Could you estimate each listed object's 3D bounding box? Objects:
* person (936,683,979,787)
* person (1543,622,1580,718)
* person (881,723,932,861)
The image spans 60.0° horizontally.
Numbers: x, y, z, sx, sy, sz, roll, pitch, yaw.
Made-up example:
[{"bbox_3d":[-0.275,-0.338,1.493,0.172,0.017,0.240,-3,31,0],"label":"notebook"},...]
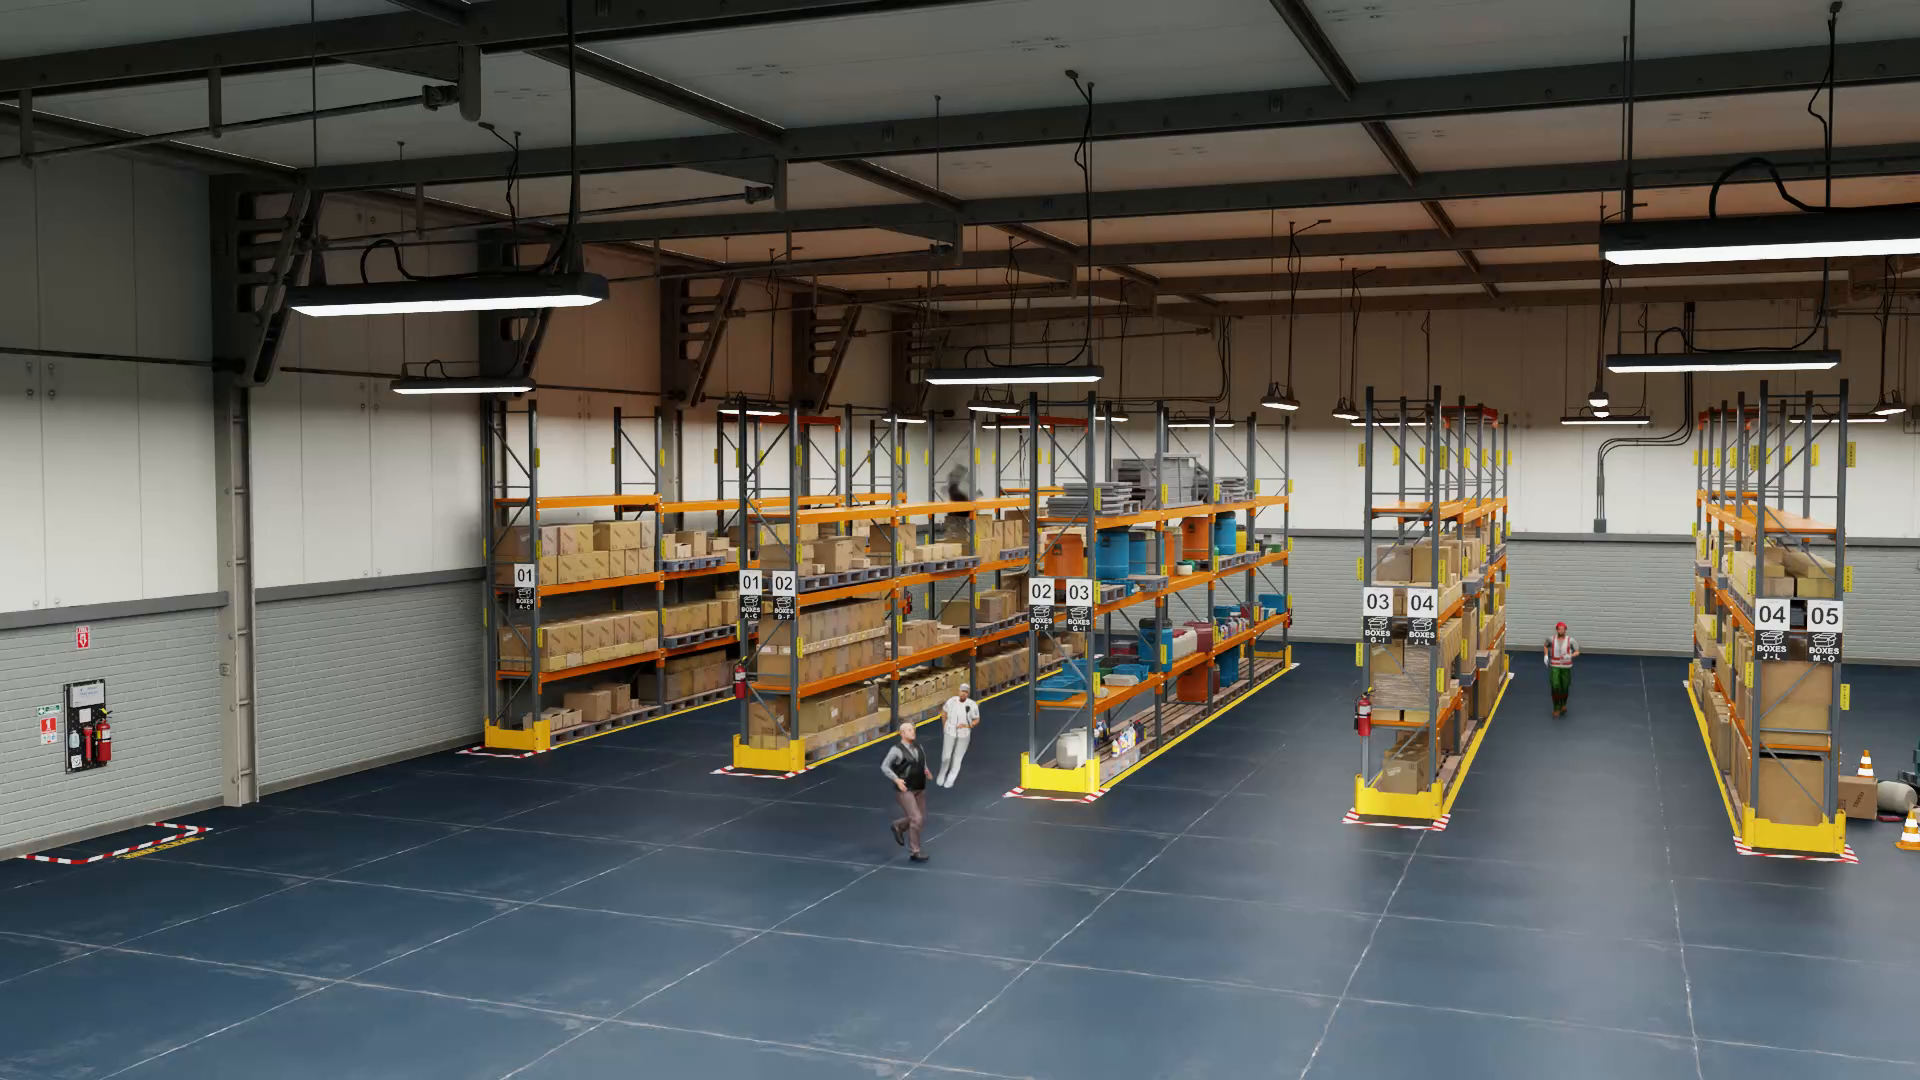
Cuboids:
[{"bbox_3d":[-0.035,2.960,25.221,0.660,1.599,0.588,0,3,3],"label":"person"},{"bbox_3d":[11.688,2.506,32.337,0.668,1.839,0.779,1,3,20],"label":"person"},{"bbox_3d":[-0.647,3.133,20.803,0.745,1.686,0.667,3,4,45],"label":"person"}]
